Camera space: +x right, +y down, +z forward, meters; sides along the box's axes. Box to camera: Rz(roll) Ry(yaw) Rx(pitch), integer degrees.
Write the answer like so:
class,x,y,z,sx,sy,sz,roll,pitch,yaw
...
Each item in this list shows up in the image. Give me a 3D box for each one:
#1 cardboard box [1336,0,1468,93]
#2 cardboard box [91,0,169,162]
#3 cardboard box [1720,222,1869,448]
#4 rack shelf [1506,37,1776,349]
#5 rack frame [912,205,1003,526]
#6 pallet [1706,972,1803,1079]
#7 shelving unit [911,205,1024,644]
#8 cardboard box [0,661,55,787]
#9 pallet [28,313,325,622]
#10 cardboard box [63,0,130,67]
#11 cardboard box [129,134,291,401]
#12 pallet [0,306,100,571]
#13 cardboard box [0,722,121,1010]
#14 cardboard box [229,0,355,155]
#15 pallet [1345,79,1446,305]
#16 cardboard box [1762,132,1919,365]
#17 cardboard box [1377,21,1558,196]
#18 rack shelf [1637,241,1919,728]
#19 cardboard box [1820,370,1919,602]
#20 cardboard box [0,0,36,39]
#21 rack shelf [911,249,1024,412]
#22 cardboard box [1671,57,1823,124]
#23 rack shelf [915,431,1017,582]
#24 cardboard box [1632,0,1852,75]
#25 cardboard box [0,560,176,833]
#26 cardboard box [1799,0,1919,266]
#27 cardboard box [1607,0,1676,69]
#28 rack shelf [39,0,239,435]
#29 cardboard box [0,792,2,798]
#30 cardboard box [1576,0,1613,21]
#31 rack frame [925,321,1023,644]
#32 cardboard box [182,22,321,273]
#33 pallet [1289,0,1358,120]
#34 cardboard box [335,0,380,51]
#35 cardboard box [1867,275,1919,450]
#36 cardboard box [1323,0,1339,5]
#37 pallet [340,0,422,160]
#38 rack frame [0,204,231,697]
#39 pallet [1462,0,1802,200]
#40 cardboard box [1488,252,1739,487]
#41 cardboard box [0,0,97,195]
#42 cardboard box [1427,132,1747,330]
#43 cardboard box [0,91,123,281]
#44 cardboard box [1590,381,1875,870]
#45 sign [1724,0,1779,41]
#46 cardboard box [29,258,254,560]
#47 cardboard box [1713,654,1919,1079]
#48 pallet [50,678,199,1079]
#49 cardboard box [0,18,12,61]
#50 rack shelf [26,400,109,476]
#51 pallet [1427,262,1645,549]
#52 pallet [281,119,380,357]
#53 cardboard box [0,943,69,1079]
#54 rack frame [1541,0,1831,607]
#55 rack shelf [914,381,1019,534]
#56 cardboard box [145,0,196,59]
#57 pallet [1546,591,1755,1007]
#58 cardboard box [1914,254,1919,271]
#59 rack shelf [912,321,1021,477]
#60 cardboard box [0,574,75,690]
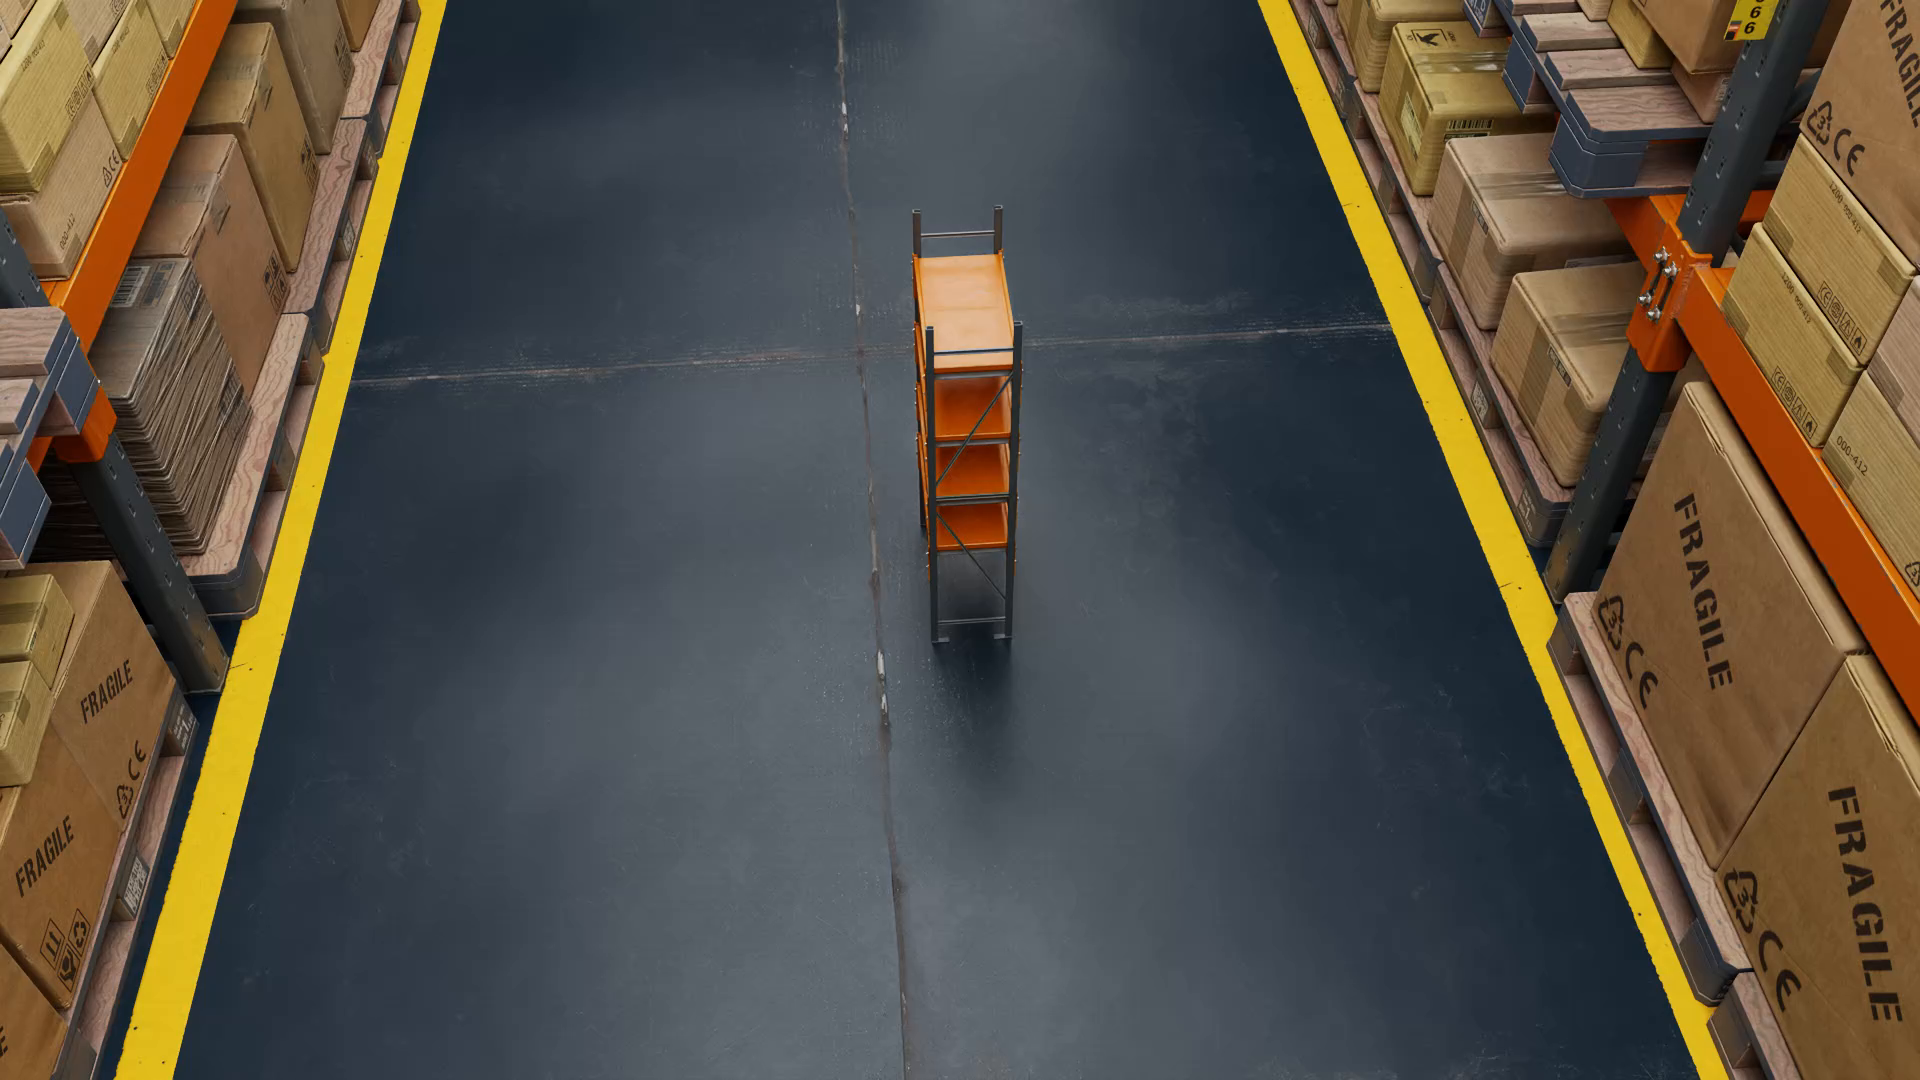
class,x,y,z,sx,sy,sz,roll,pitch,yaw
cardboard box,2.075,-2.138,6.730,0.950,0.372,0.625,-1,47,-1
cardboard box,-2.477,-1.247,4.468,0.500,0.250,0.500,-4,47,-4
cardboard box,2.090,-0.482,3.744,0.500,0.250,0.500,-4,47,-4
rack shelf,2.133,-2.103,5.671,1.077,0.370,4.000,-3,47,-3
rack frame,-0.007,-0.469,4.868,0.240,1.200,0.015,-3,47,-3
pallet,2.390,1.512,3.673,1.003,0.211,1.213,-3,47,-3
shelving unit,0.014,-0.293,4.701,0.258,1.200,0.503,-3,47,-3
cardboard box,-2.298,0.431,3.761,0.380,0.149,0.250,-6,47,-5
pallet,-2.676,-0.238,5.330,1.003,0.211,1.213,-3,47,-3
cardboard box,-2.480,-1.417,4.285,0.500,0.250,0.500,-2,47,-2
cardboard box,-2.747,-0.851,5.336,0.875,0.625,0.625,-2,47,-2
pallet,-2.519,-0.046,3.360,1.213,0.211,1.003,-3,47,-3
cardboard box,-2.365,0.772,3.885,0.500,0.500,0.500,-4,47,-4
cardboard box,-2.869,-1.882,6.312,0.875,0.625,0.625,-4,47,-4
pallet,2.137,-1.390,6.421,1.003,0.211,1.213,-3,47,-3
cardboard box,2.096,-0.642,3.551,0.500,0.250,0.500,-4,47,-4
cardboard box,2.135,-1.636,6.254,0.950,0.372,0.625,-2,47,-2
rack shelf,2.468,0.791,2.930,1.077,0.370,4.000,-3,47,-3
cardboard box,2.151,-0.112,3.393,0.500,0.250,0.500,-5,47,-4
cardboard box,-2.403,-1.297,3.897,0.380,0.149,0.250,-3,47,-2
rack shelf,0.014,-0.563,4.416,0.258,0.148,0.480,-3,47,-3
cardboard box,2.038,-1.184,4.189,0.380,0.149,0.250,-2,47,-2
rack shelf,0.014,-0.110,4.894,0.258,0.148,0.480,-3,47,-3
cardboard box,1.985,-1.496,4.038,0.500,0.500,0.500,-5,47,-4
cardboard box,-2.396,0.410,4.229,0.500,0.500,0.500,-2,47,-2
cardboard box,2.098,-0.909,3.288,0.500,0.500,0.500,-5,47,-5
cardboard box,1.944,-1.373,4.369,0.380,0.149,0.250,-3,47,-3
rack shelf,-2.813,-1.798,5.383,1.077,0.370,4.000,-3,47,-3
cardboard box,-2.320,0.624,3.578,0.380,0.149,0.250,-5,47,-5
cardboard box,1.878,-1.553,4.539,0.380,0.149,0.250,-4,47,-4
rack frame,0.034,-0.116,4.534,0.240,1.200,0.015,-3,47,-3
cardboard box,-2.804,-1.338,5.797,0.875,0.625,0.625,-5,47,-5
pallet,2.032,-2.275,7.259,1.003,0.211,1.213,-3,47,-3
cardboard box,-2.926,-2.444,6.845,0.875,0.625,0.625,-2,47,-2
cardboard box,2.139,-0.268,3.196,0.500,0.250,0.500,-2,47,-2
cardboard box,2.012,-2.658,7.222,0.950,0.372,0.625,-3,47,-3
pallet,-2.880,-2.003,7.002,1.003,0.211,1.213,-3,47,-3
rack frame,-2.646,-0.598,3.751,1.000,3.000,0.127,-3,47,-3
pallet,2.134,-1.346,4.591,1.213,0.211,1.003,-3,47,-3
cardboard box,2.263,-0.553,5.228,0.950,0.372,0.625,-6,47,-6
cardboard box,-2.415,-1.056,3.943,0.500,0.250,0.500,-4,47,-3
cardboard box,2.193,-1.086,5.734,0.950,0.372,0.625,-4,47,-4
cardboard box,-2.439,-0.883,4.123,0.500,0.250,0.500,-3,47,-3
cardboard box,2.275,0.188,4.180,0.875,0.875,0.875,-4,47,-4
sign,1.760,-1.234,3.610,0.100,0.325,0.005,-3,47,-3
cardboard box,-2.684,-0.378,4.889,0.875,0.625,0.625,-2,47,-2
cardboard box,2.346,0.834,3.569,0.875,0.875,0.875,-3,47,-3
pallet,-2.621,0.903,4.250,1.003,0.211,1.213,-3,47,-3
cardboard box,-2.379,-1.104,3.714,0.380,0.149,0.250,-2,47,-2
rack shelf,-2.478,1.096,2.642,1.077,0.370,4.000,-3,47,-3
pallet,2.236,-0.510,5.587,1.003,0.211,1.213,-3,47,-3
pallet,-2.775,-1.118,6.164,1.003,0.211,1.213,-3,47,-3
cardboard box,-2.318,1.151,3.527,0.500,0.500,0.500,-2,47,-2
rack frame,2.300,-0.903,4.039,1.000,3.000,0.127,-3,47,-3
rack shelf,0.014,-0.247,4.750,0.258,0.148,0.480,-3,47,-3
cardboard box,-2.527,-1.619,4.821,0.500,0.250,0.500,-5,47,-5
pallet,2.291,0.631,4.507,1.003,0.211,1.213,-3,47,-3
cardboard box,2.149,-0.551,2.948,0.500,0.500,0.500,-3,47,-3
rack shelf,0.014,-0.400,4.587,0.258,0.148,0.480,-3,47,-3
cardboard box,-2.352,0.236,3.947,0.380,0.149,0.250,-6,47,-5
